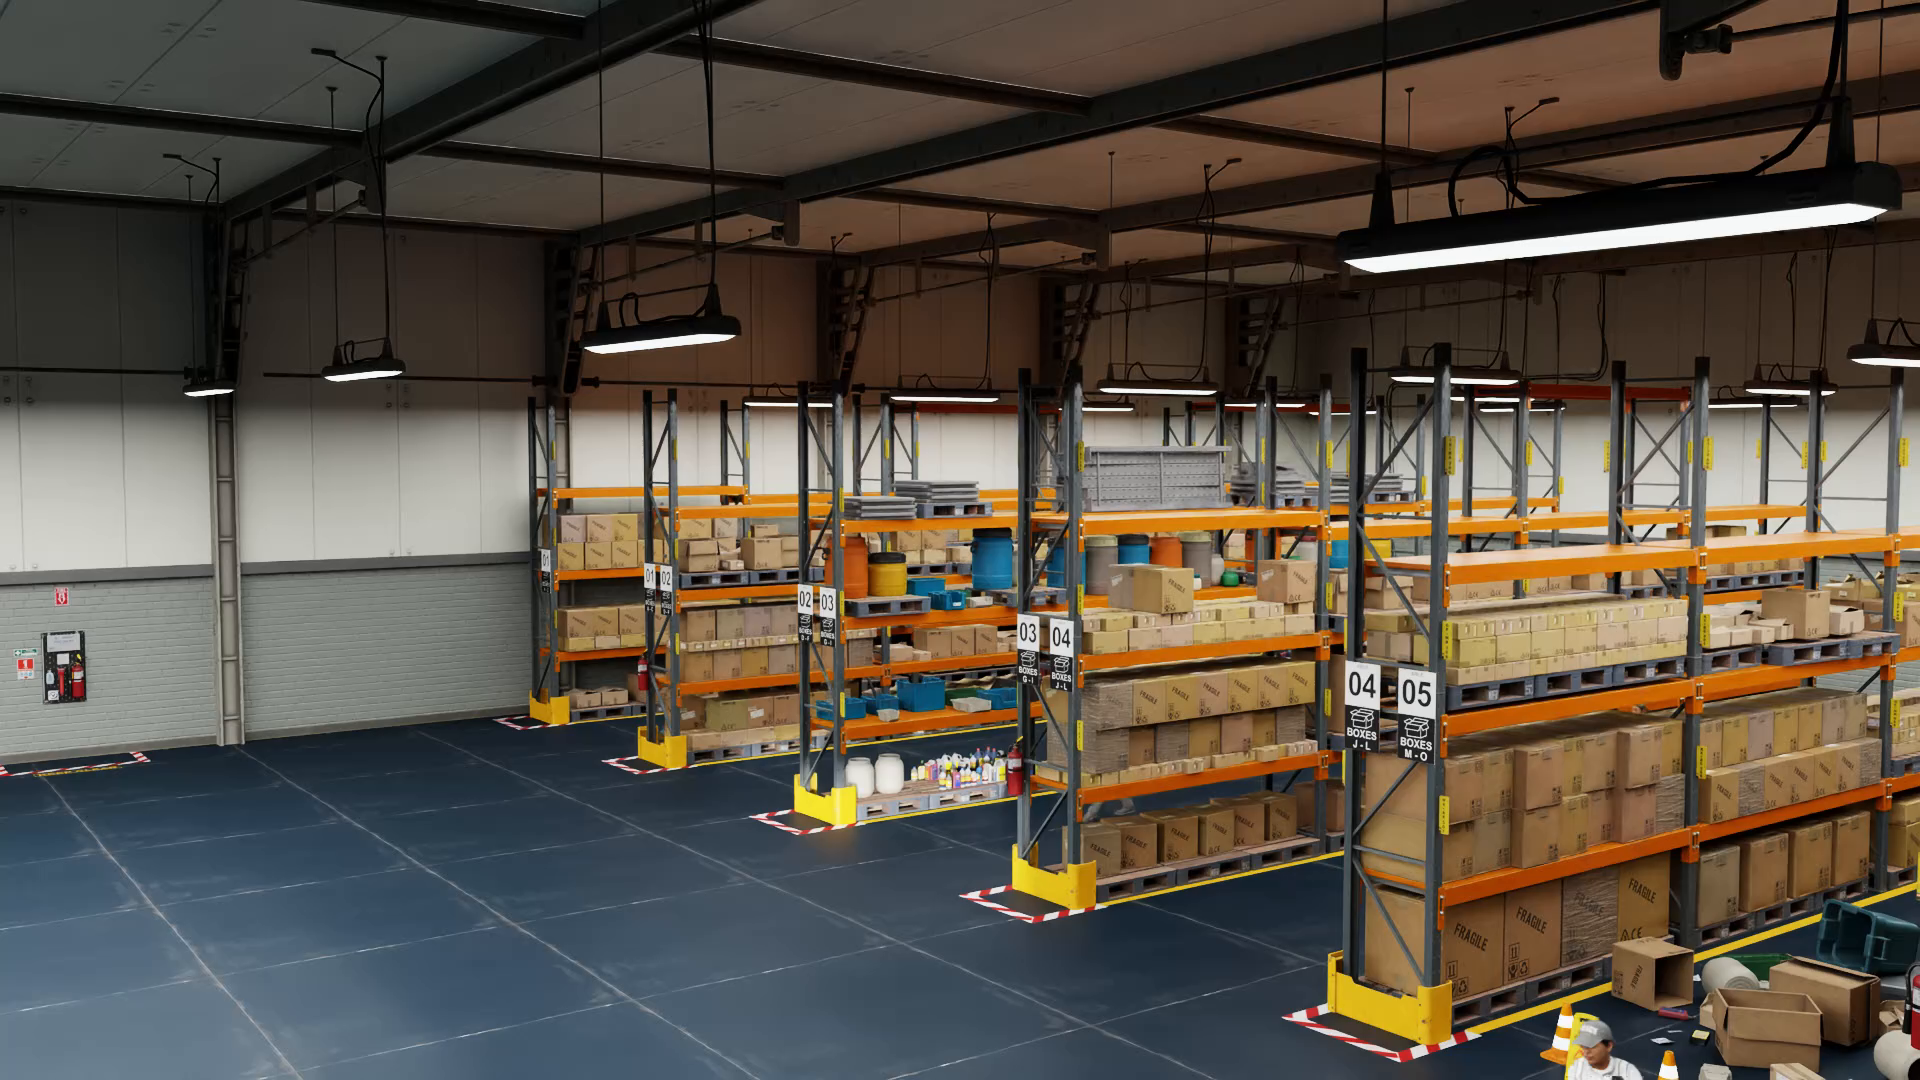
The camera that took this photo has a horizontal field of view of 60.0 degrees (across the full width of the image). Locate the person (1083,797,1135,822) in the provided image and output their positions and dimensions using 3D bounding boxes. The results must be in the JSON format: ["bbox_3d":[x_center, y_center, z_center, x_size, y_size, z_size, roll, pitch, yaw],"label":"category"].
[{"bbox_3d":[2.005,2.979,22.779,0.867,1.644,0.489,-1,3,-12],"label":"person"}]

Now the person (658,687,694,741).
[{"bbox_3d":[-4.954,2.583,28.847,1.045,1.704,0.579,-2,4,-26],"label":"person"}]

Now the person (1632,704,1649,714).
[{"bbox_3d":[9.474,3.011,22.858,0.574,1.626,0.539,-1,4,-23],"label":"person"}]

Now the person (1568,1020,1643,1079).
[{"bbox_3d":[3.926,3.745,10.103,0.494,1.634,0.736,2,4,25],"label":"person"}]
